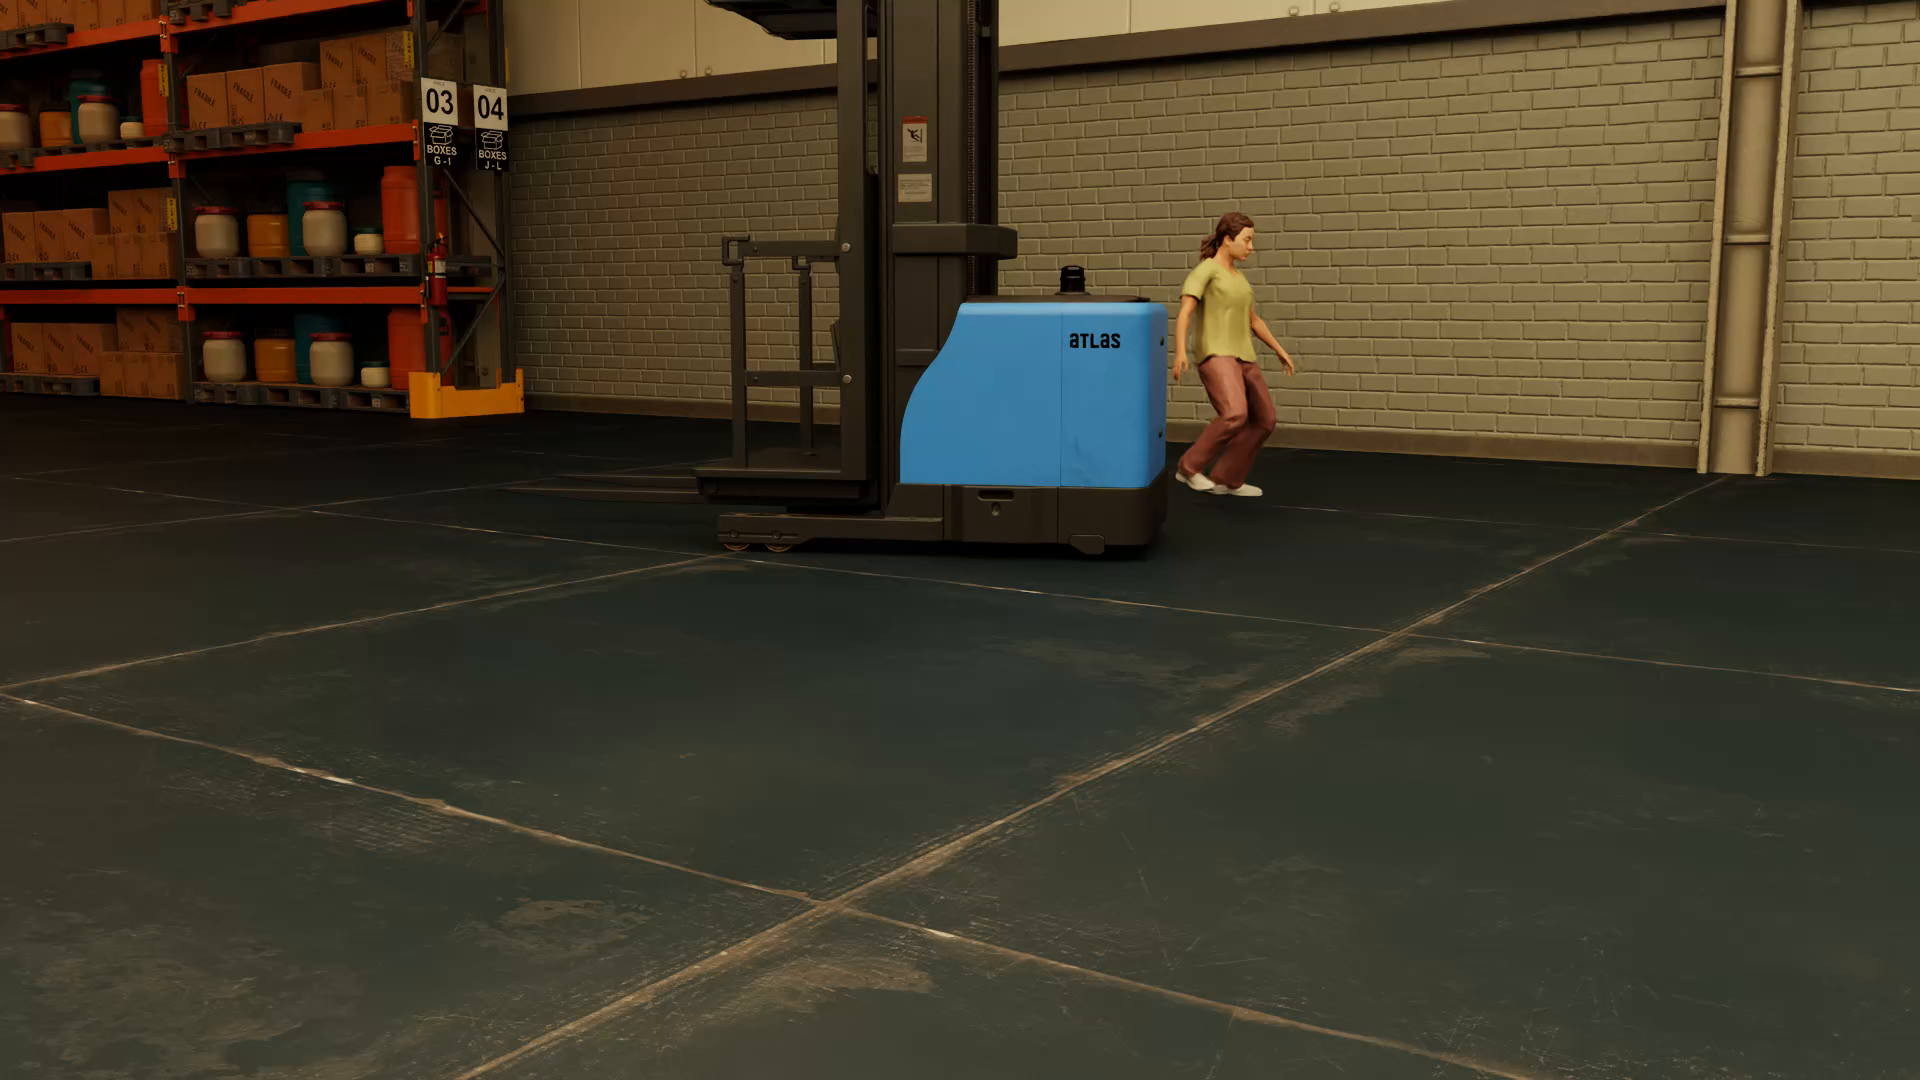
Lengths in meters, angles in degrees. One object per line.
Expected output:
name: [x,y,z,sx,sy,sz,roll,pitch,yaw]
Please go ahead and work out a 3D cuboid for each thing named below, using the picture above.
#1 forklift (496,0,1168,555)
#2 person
forklift: [-0.596,-1.469,7.520,3.031,2.935,1.130,2,8,12]
person: [1.465,-0.980,9.006,0.848,1.571,0.571,-8,11,-43]
